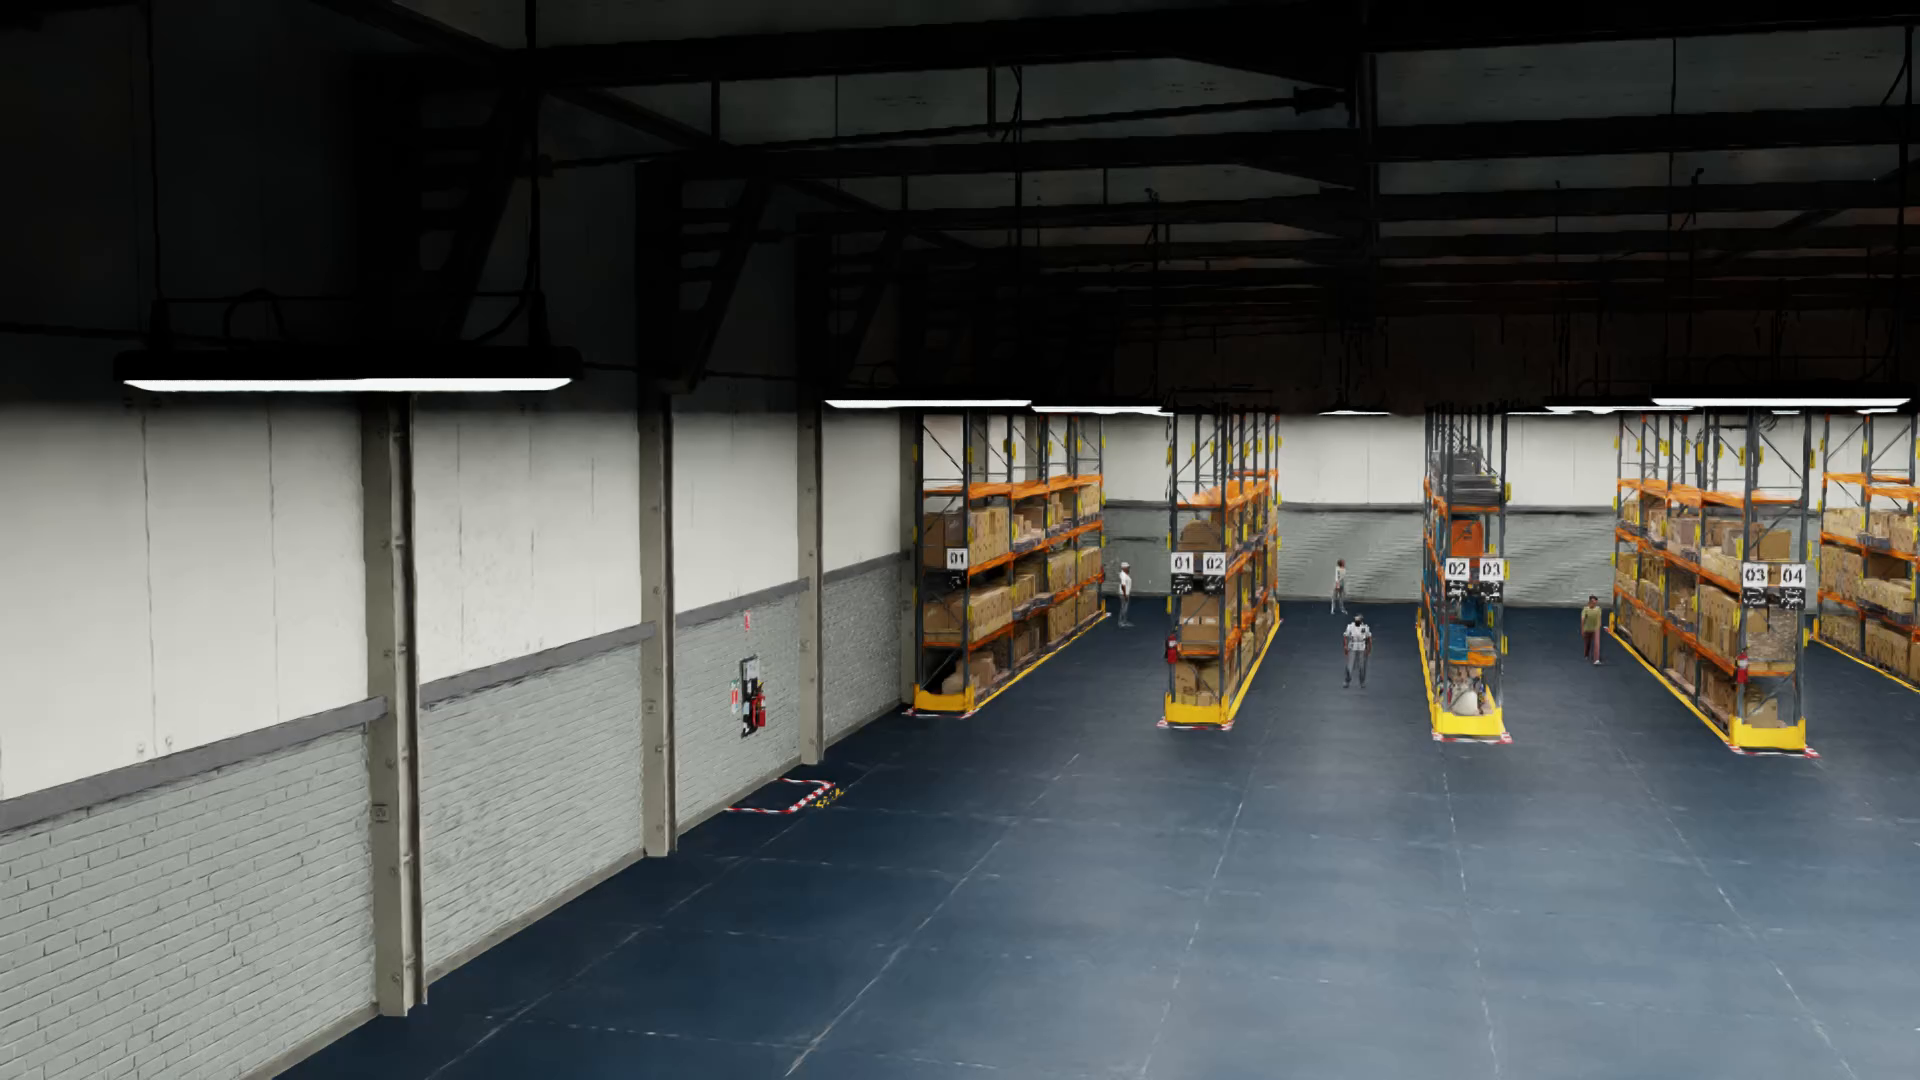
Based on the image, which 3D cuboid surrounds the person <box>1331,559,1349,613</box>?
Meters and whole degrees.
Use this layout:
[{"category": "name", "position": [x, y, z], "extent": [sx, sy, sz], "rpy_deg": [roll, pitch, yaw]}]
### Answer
[{"category": "person", "position": [11.096, 1.343, 48.629], "extent": [0.458, 1.601, 0.492], "rpy_deg": [-3, 5, -34]}]

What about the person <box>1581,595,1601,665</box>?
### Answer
[{"category": "person", "position": [14.649, 2.061, 38.603], "extent": [0.448, 1.590, 1.110], "rpy_deg": [1, 4, 16]}]

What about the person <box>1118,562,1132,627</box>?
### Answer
[{"category": "person", "position": [4.516, 1.465, 45.387], "extent": [0.384, 1.767, 0.699], "rpy_deg": [1, 4, 7]}]

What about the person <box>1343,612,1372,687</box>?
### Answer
[{"category": "person", "position": [8.410, 2.316, 35.219], "extent": [0.592, 1.629, 0.526], "rpy_deg": [1, 4, 12]}]
